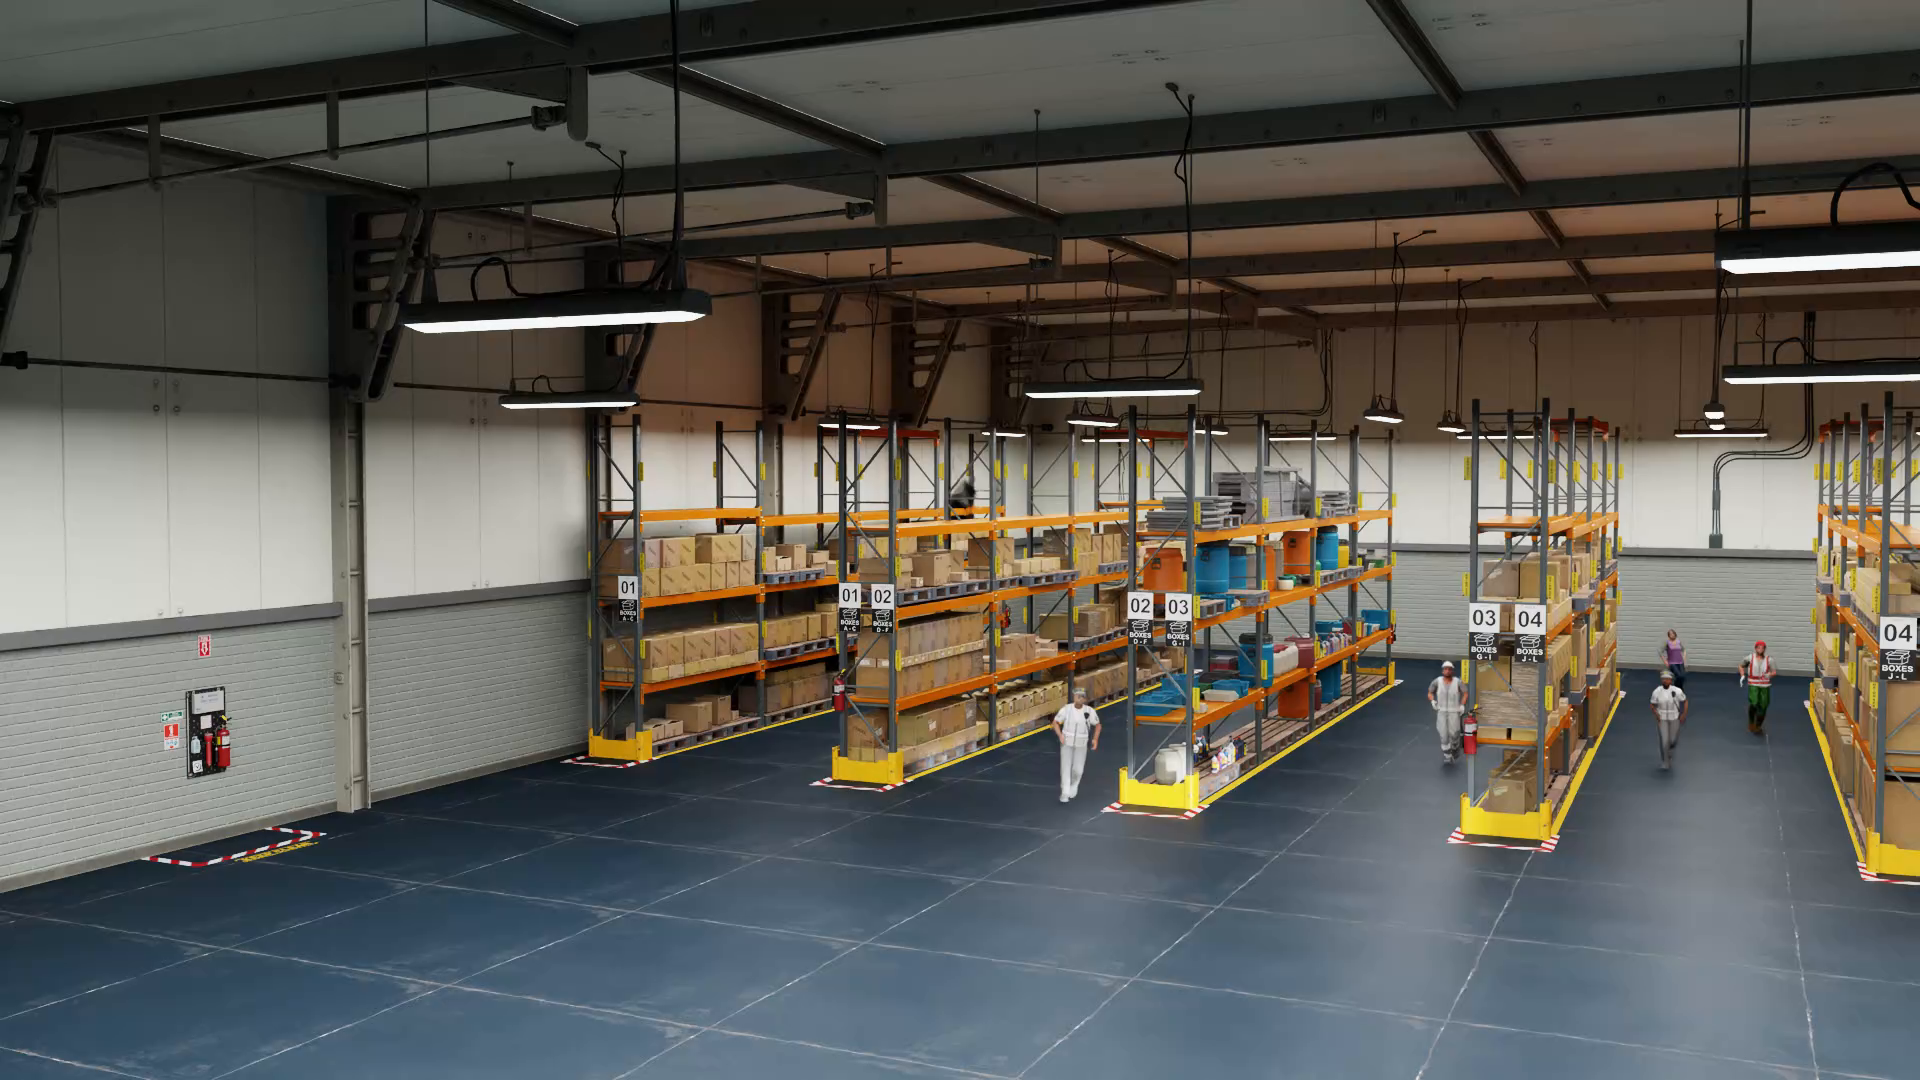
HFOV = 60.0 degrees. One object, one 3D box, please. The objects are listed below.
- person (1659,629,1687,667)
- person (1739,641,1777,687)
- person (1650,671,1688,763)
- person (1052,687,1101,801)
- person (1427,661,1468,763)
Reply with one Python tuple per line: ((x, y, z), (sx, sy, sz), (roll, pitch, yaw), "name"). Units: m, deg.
((15.736, 2.387, 36.578), (0.589, 0.817, 0.386), (0, 2, -2), "person")
((15.246, 2.381, 31.713), (0.641, 0.919, 0.650), (1, 2, 17), "person")
((11.941, 2.990, 28.034), (0.589, 1.588, 0.565), (1, 3, 27), "person")
((1.770, 3.101, 25.250), (0.736, 1.731, 0.514), (0, 2, 4), "person")
((8.352, 2.951, 28.522), (0.661, 1.745, 0.539), (1, 3, 22), "person")
